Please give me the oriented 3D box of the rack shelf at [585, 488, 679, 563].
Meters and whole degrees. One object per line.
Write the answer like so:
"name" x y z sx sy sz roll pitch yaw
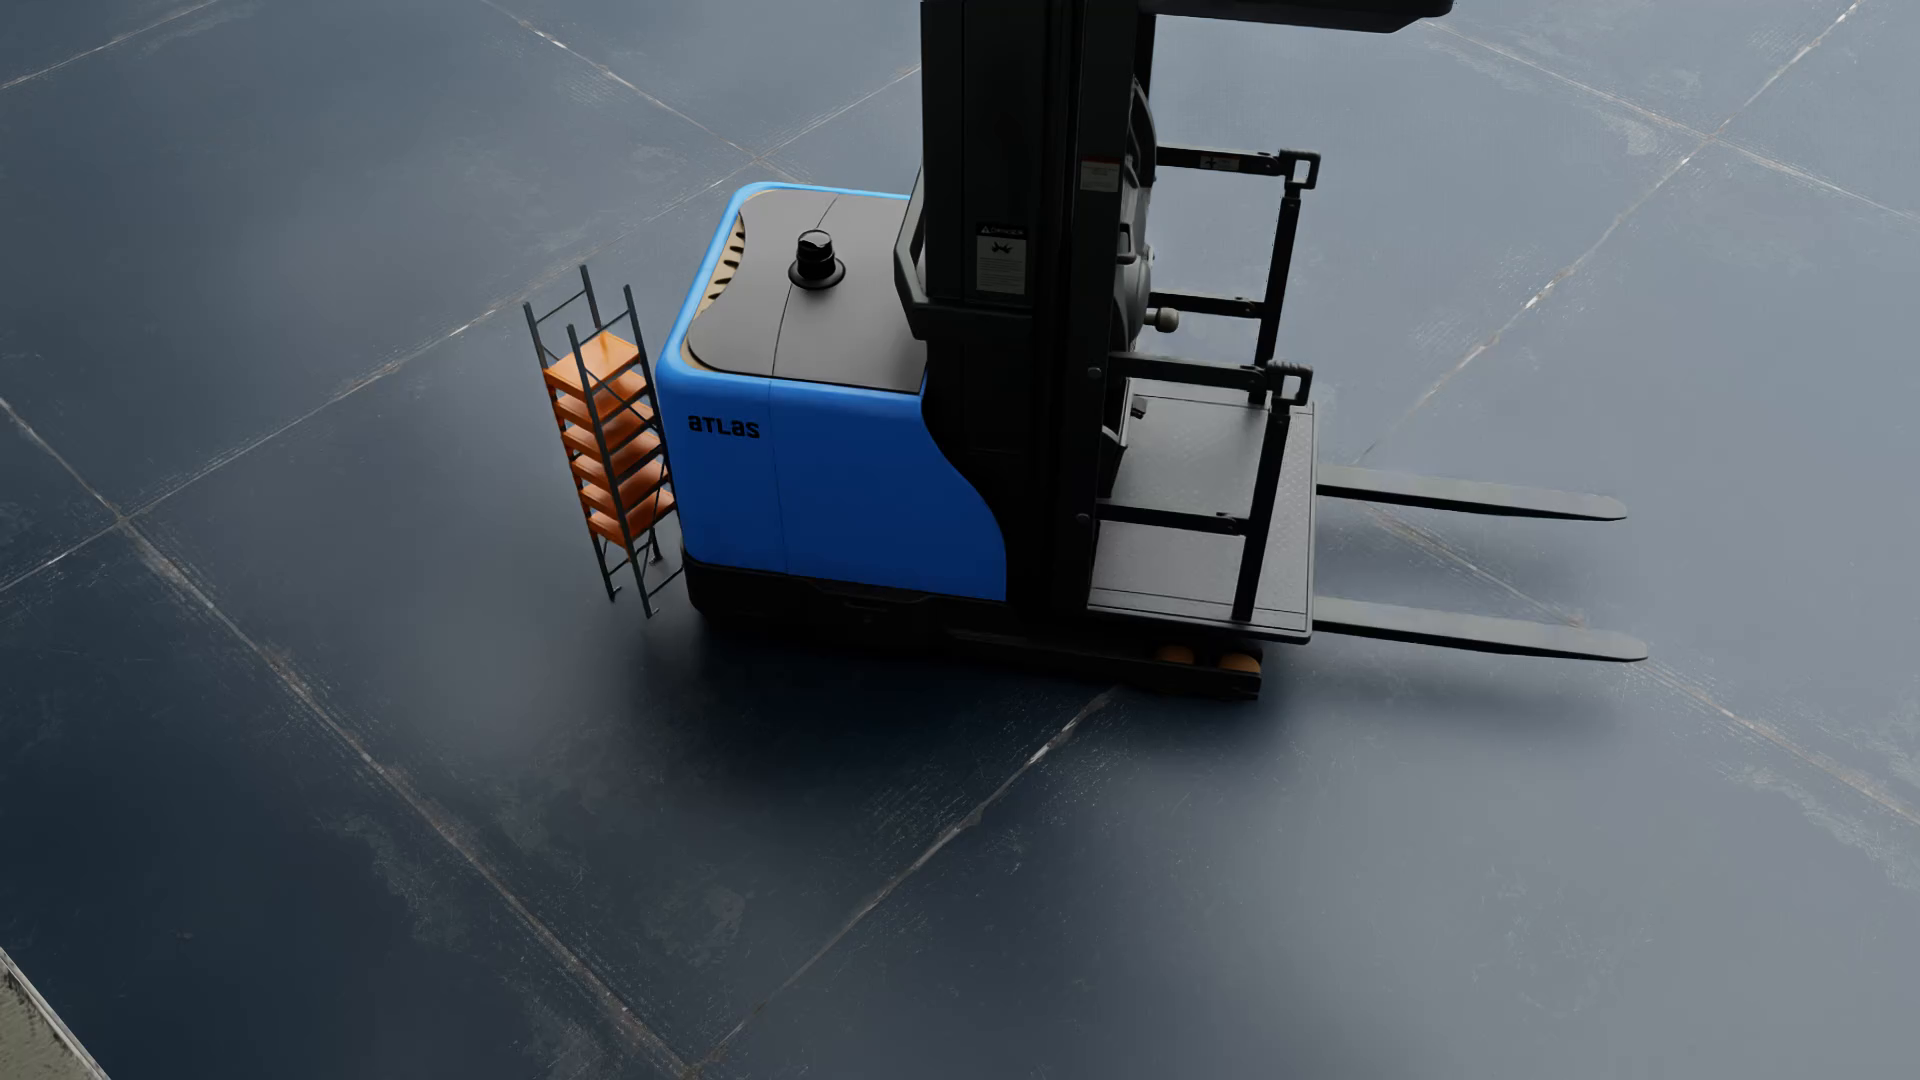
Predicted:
"rack shelf" -1.046 -0.070 5.365 0.180 0.103 0.258 27 52 28

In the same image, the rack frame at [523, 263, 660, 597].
"rack frame" -1.135 -0.310 5.210 0.006 1.200 0.240 27 52 28

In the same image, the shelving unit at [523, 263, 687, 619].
"shelving unit" -1.062 -0.273 5.167 0.189 1.200 0.258 27 52 28

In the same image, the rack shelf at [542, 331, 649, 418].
"rack shelf" -1.080 -0.499 4.947 0.180 0.103 0.258 27 52 28

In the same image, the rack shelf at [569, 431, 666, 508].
"rack shelf" -1.060 -0.242 5.198 0.180 0.103 0.258 27 52 28

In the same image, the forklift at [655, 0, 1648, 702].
"forklift" 0.673 -0.912 4.587 3.031 2.935 1.130 7 47 7

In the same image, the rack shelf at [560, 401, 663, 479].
"rack shelf" -1.067 -0.327 5.114 0.180 0.103 0.258 27 52 28

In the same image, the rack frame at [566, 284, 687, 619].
"rack frame" -0.990 -0.237 5.124 0.006 1.200 0.240 27 52 28

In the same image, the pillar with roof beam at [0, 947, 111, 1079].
"pillar with roof beam" 1.402 -3.337 2.702 0.400 9.000 9.100 34 55 28

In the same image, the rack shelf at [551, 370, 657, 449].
"rack shelf" -1.073 -0.413 5.031 0.180 0.103 0.258 27 52 28

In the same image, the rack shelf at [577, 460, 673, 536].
"rack shelf" -1.053 -0.156 5.282 0.180 0.103 0.258 27 52 28
